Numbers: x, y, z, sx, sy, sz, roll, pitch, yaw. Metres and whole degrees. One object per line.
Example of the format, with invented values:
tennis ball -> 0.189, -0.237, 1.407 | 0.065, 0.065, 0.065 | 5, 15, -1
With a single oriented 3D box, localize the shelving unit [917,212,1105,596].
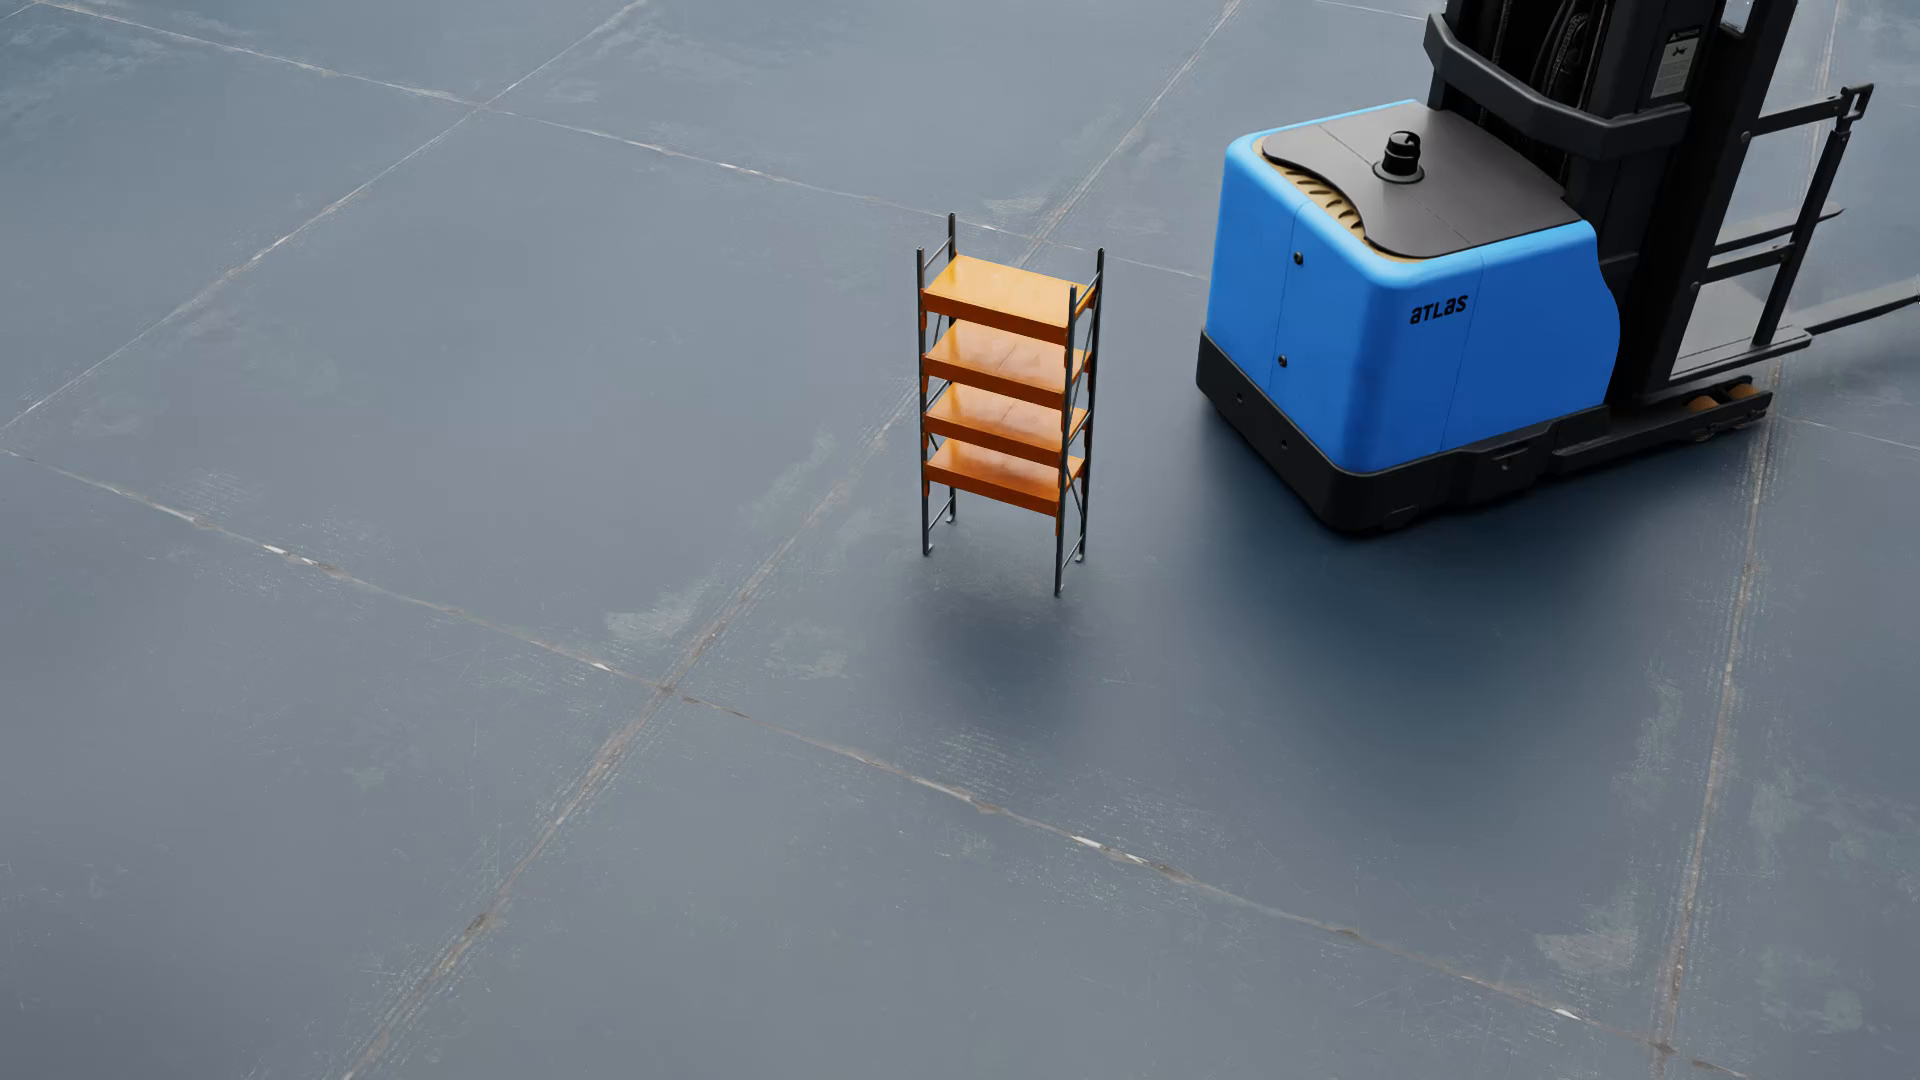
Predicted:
shelving unit -> 0.150, -0.408, 5.304 | 0.503, 1.200, 0.258 | 17, 44, 19

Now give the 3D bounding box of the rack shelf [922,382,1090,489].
rack shelf -> 0.150, -0.357, 5.348 | 0.480, 0.148, 0.258 | 17, 44, 19

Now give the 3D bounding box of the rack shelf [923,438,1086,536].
rack shelf -> 0.150, -0.207, 5.478 | 0.480, 0.148, 0.258 | 17, 44, 19

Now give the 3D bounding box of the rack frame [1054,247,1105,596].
rack frame -> 0.371, -0.340, 5.226 | 0.015, 1.200, 0.240 | 17, 44, 19

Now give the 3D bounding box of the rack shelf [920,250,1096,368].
rack shelf -> 0.150, -0.705, 5.047 | 0.480, 0.148, 0.258 | 17, 44, 19

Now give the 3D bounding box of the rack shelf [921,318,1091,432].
rack shelf -> 0.150, -0.526, 5.202 | 0.480, 0.148, 0.258 | 17, 44, 19

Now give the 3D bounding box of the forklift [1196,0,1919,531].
forklift -> 2.461, -1.775, 5.560 | 3.031, 2.935, 1.130 | -16, 43, -18

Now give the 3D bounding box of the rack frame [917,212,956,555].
rack frame -> -0.071, -0.475, 5.382 | 0.015, 1.200, 0.240 | 17, 44, 19
